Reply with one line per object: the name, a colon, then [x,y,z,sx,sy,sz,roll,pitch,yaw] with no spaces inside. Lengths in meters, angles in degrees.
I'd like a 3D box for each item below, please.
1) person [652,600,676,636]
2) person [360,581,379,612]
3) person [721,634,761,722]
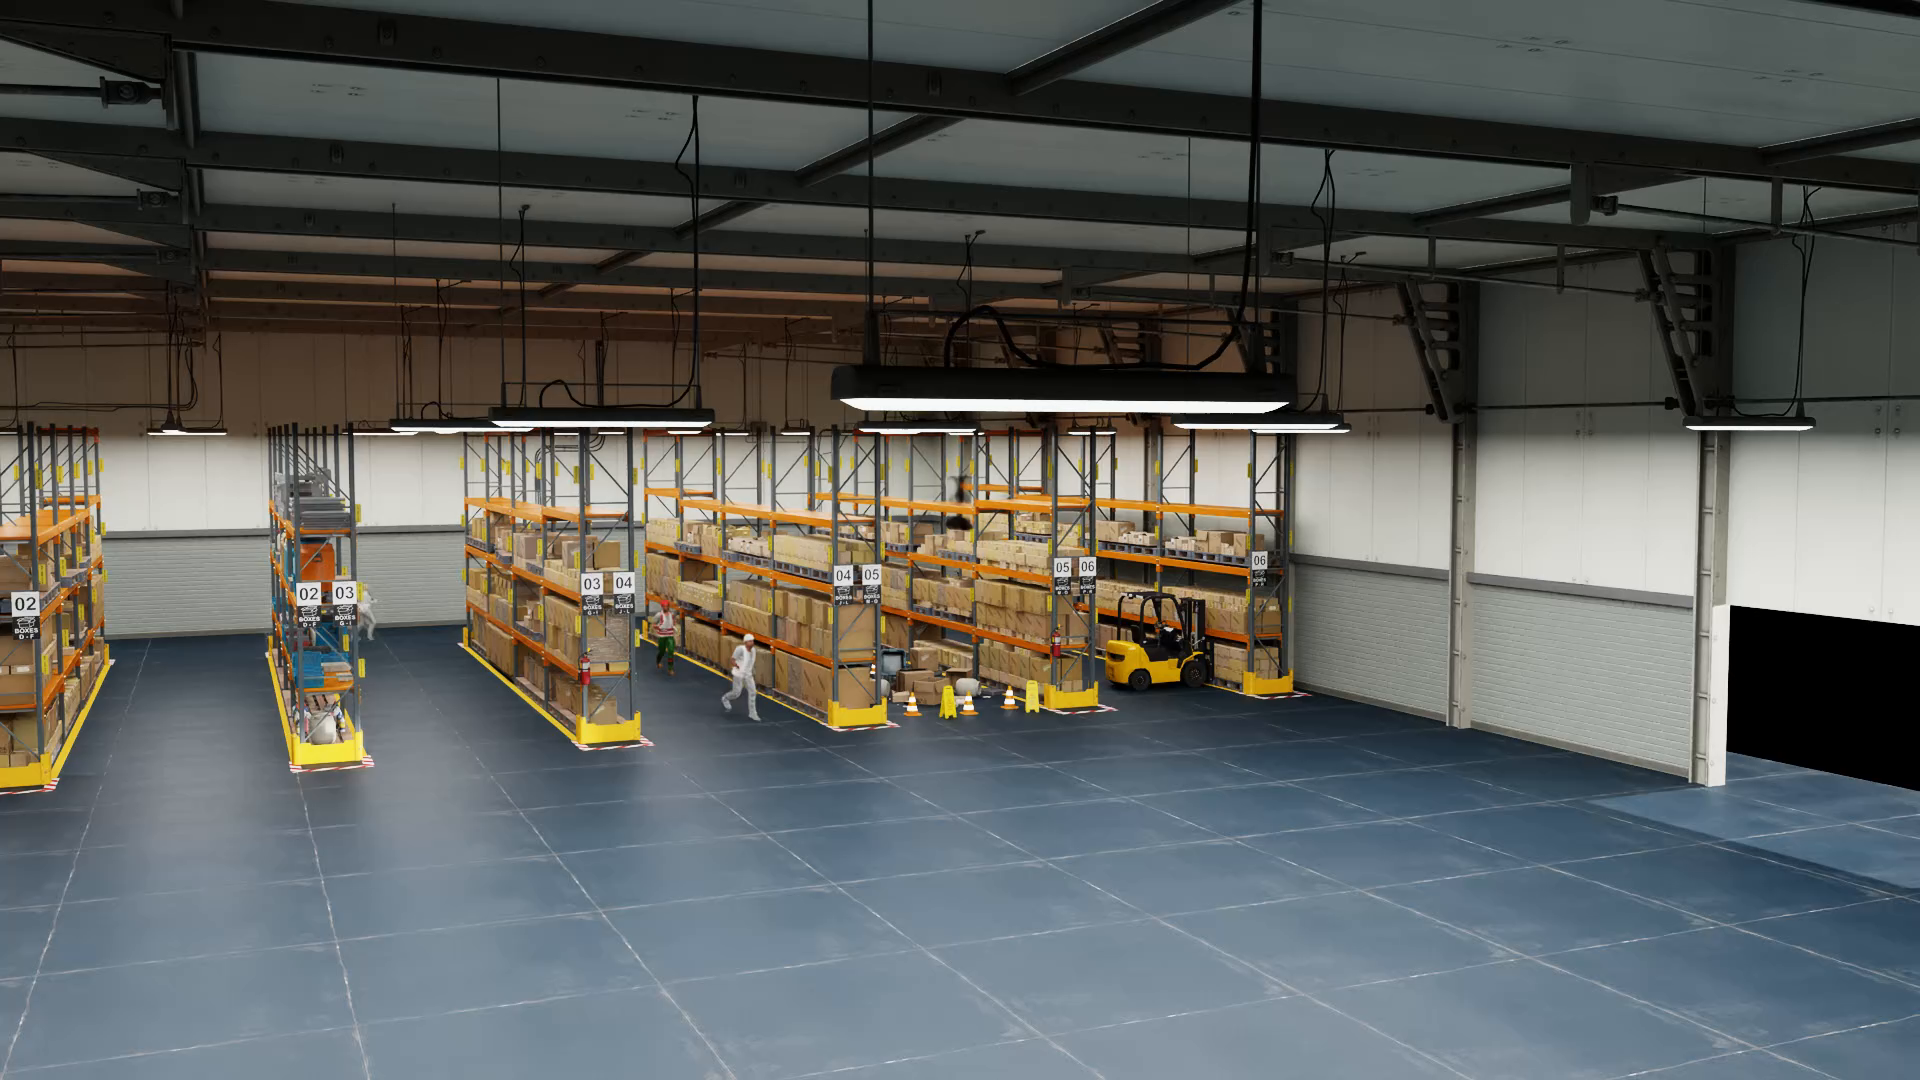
person: [-7.156,1.888,40.347,0.654,0.863,0.485,-2,4,-28]
person: [-16.598,1.581,46.670,0.531,0.856,0.464,-1,4,-18]
person: [-4.462,2.782,33.946,1.099,1.769,0.681,3,5,40]
